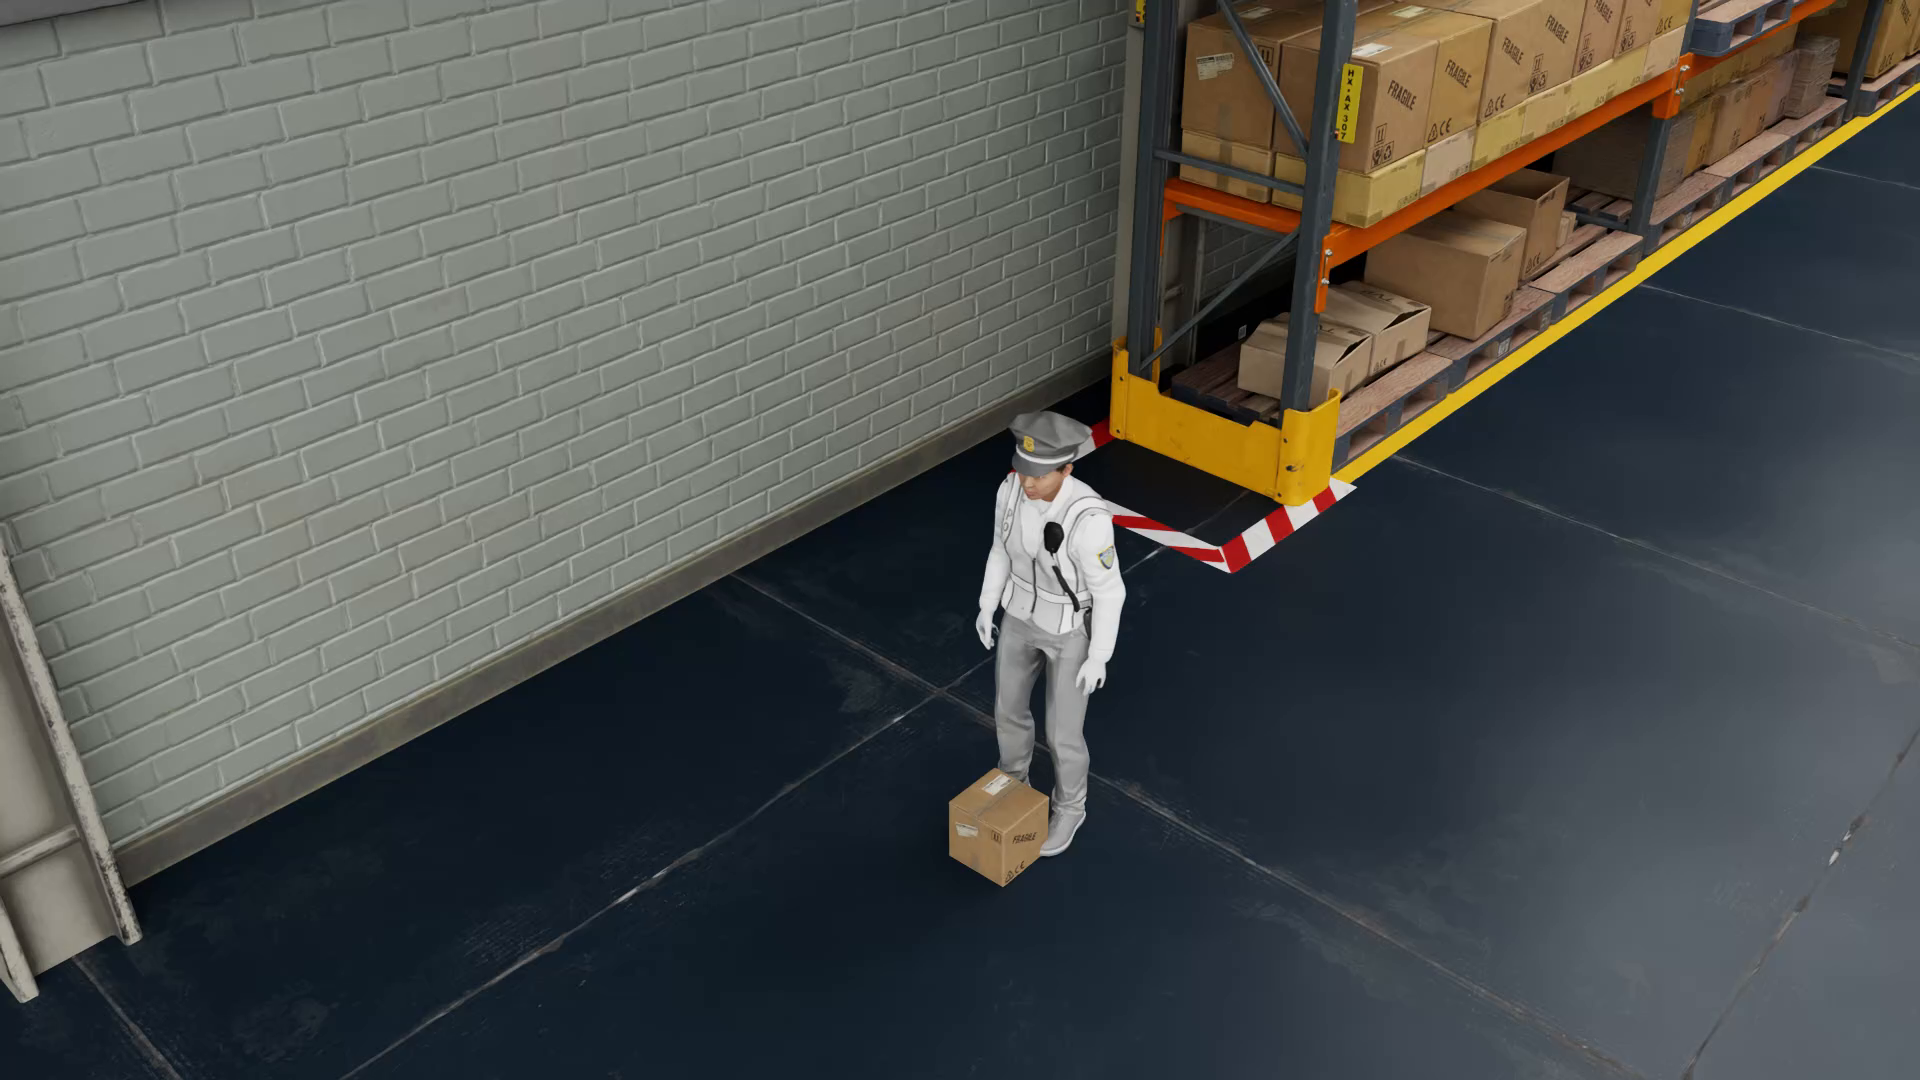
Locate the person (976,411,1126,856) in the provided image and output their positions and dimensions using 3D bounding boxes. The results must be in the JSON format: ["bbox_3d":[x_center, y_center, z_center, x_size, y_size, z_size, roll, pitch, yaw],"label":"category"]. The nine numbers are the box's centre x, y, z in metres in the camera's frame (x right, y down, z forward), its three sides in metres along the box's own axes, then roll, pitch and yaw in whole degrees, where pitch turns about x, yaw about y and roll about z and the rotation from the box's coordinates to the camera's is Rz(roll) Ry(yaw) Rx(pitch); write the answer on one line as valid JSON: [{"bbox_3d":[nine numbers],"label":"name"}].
[{"bbox_3d":[0.293,0.311,5.622,0.534,1.665,0.373,24,39,33],"label":"person"}]
